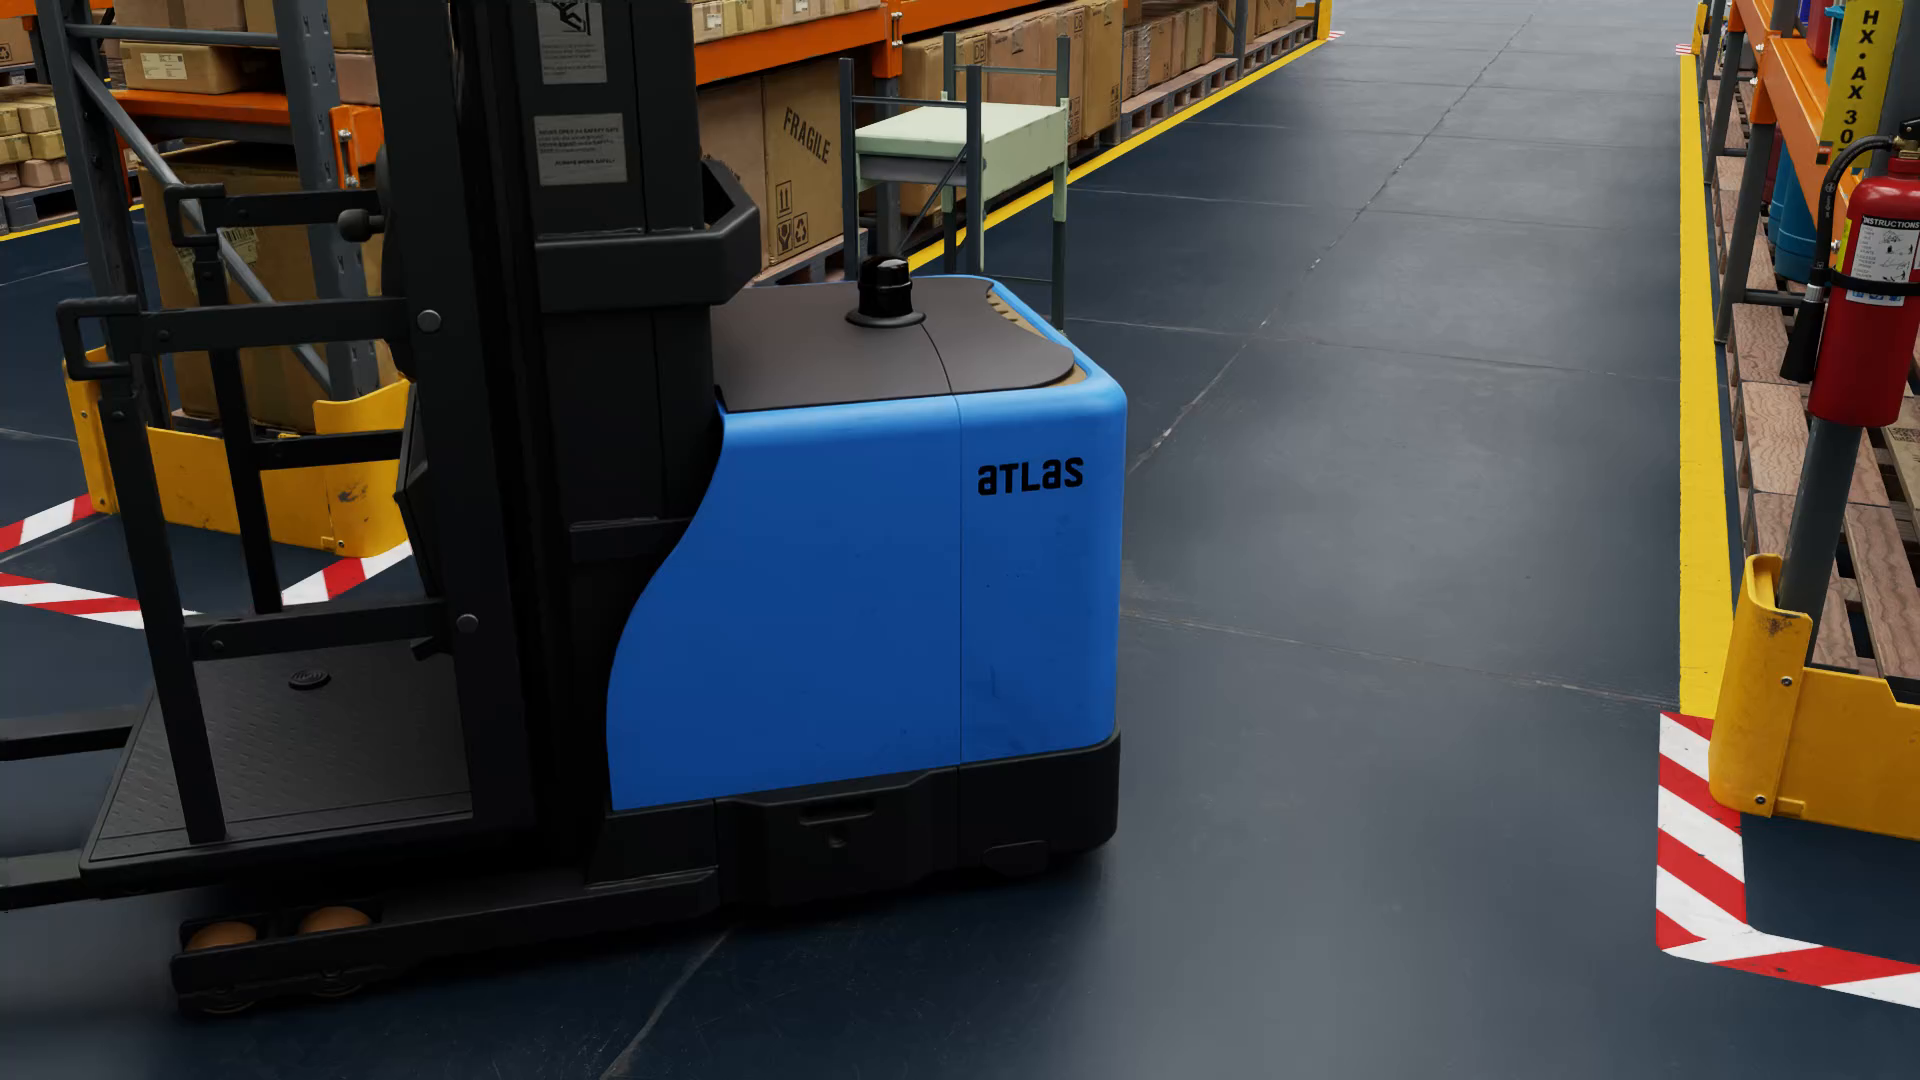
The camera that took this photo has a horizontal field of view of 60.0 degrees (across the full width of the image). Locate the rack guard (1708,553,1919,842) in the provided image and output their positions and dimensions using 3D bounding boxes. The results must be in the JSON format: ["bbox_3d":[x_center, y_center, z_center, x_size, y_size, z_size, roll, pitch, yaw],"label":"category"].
[{"bbox_3d":[2.320,0.400,3.645,1.175,0.500,0.348,9,24,20],"label":"rack guard"}]

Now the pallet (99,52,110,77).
[{"bbox_3d":[-8.220,-4.748,16.342,1.003,0.211,1.213,9,24,20],"label":"pallet"}]

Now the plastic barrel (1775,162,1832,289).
[{"bbox_3d":[4.020,-1.613,7.399,0.600,0.901,0.708,9,24,20],"label":"plastic barrel"}]

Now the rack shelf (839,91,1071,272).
[{"bbox_3d":[0.002,-1.055,4.816,0.431,0.370,0.720,9,24,20],"label":"rack shelf"}]

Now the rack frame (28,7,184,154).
[{"bbox_3d":[-5.364,-3.651,10.099,1.000,3.000,0.127,9,24,20],"label":"rack frame"}]

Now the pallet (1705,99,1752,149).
[{"bbox_3d":[6.067,-3.047,12.271,1.003,0.211,1.213,9,24,20],"label":"pallet"}]

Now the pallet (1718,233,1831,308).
[{"bbox_3d":[4.128,-1.179,7.799,1.003,0.211,1.213,9,24,20],"label":"pallet"}]

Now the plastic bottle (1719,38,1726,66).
[{"bbox_3d":[6.746,-4.311,14.545,0.144,0.351,0.185,8,24,19],"label":"plastic bottle"}]

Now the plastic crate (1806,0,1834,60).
[{"bbox_3d":[3.238,-1.969,5.912,0.402,0.464,0.583,9,24,20],"label":"plastic crate"}]

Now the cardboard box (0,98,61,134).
[{"bbox_3d":[-5.398,-2.452,9.611,0.380,0.149,0.250,9,24,20],"label":"cardboard box"}]

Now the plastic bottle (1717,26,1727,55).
[{"bbox_3d":[7.057,-4.599,15.337,0.097,0.271,0.097,0,23,0],"label":"plastic bottle"}]

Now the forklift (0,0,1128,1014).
[{"bbox_3d":[-1.236,-0.689,3.097,3.031,2.935,1.130,-6,23,-14],"label":"forklift"}]

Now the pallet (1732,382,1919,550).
[{"bbox_3d":[3.114,-0.202,5.460,1.003,0.211,1.213,9,24,20],"label":"pallet"}]

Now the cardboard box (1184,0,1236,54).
[{"bbox_3d":[2.361,-4.945,15.896,0.500,0.500,0.500,8,24,18],"label":"cardboard box"}]

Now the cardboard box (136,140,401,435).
[{"bbox_3d":[-2.119,-0.927,5.790,0.875,0.875,0.875,9,24,20],"label":"cardboard box"}]

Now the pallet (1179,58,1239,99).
[{"bbox_3d":[1.888,-4.202,15.036,1.003,0.211,1.213,9,24,20],"label":"pallet"}]

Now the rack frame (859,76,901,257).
[{"bbox_3d":[-0.796,-2.905,8.312,1.000,3.000,0.127,9,24,20],"label":"rack frame"}]

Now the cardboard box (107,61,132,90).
[{"bbox_3d":[-5.323,-2.992,11.220,0.500,0.500,0.500,8,24,19],"label":"cardboard box"}]

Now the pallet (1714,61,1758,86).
[{"bbox_3d":[7.062,-4.006,14.567,1.003,0.211,1.213,9,24,20],"label":"pallet"}]

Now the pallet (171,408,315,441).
[{"bbox_3d":[-2.058,-0.484,6.135,1.003,0.211,1.213,9,24,20],"label":"pallet"}]

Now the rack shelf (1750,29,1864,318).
[{"bbox_3d":[3.059,-1.148,5.040,1.077,0.370,4.000,9,24,20],"label":"rack shelf"}]

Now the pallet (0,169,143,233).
[{"bbox_3d":[-5.580,-2.119,10.049,1.003,0.211,1.213,9,24,20],"label":"pallet"}]

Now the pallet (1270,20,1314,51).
[{"bbox_3d":[3.298,-5.599,18.382,1.003,0.211,1.213,9,24,20],"label":"pallet"}]

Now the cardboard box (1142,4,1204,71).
[{"bbox_3d":[1.733,-4.433,14.642,0.700,0.500,0.500,9,24,20],"label":"cardboard box"}]

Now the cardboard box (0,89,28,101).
[{"bbox_3d":[-5.841,-2.620,10.013,0.380,0.149,0.250,10,25,23],"label":"cardboard box"}]

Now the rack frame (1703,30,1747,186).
[{"bbox_3d":[5.288,-3.627,10.042,1.000,3.000,0.127,9,24,20],"label":"rack frame"}]

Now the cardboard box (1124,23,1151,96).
[{"bbox_3d":[1.114,-3.829,13.197,0.700,0.500,0.500,7,24,16],"label":"cardboard box"}]

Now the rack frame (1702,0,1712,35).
[{"bbox_3d":[8.260,-6.490,16.895,1.000,3.000,0.127,9,24,20],"label":"rack frame"}]

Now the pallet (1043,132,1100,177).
[{"bbox_3d":[0.327,-2.778,11.627,1.003,0.211,1.213,9,24,20],"label":"pallet"}]

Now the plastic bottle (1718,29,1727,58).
[{"bbox_3d":[6.937,-4.495,14.986,0.144,0.351,0.185,9,24,20],"label":"plastic bottle"}]

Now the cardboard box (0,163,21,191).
[{"bbox_3d":[-5.616,-2.079,9.488,0.380,0.149,0.250,8,24,19],"label":"cardboard box"}]

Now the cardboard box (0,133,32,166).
[{"bbox_3d":[-5.542,-2.236,9.479,0.380,0.149,0.250,9,24,21],"label":"cardboard box"}]

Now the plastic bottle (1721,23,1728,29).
[{"bbox_3d":[7.170,-4.707,15.596,0.097,0.271,0.097,0,23,0],"label":"plastic bottle"}]

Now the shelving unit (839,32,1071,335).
[{"bbox_3d":[0.002,-0.694,4.967,0.431,1.500,0.755,9,24,20],"label":"shelving unit"}]

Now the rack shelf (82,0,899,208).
[{"bbox_3d":[-1.539,-1.857,6.738,1.077,0.370,4.000,9,24,20],"label":"rack shelf"}]

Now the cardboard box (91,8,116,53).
[{"bbox_3d":[-8.292,-4.937,16.042,0.950,0.372,0.625,7,24,16],"label":"cardboard box"}]

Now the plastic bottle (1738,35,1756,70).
[{"bbox_3d":[6.879,-4.290,14.495,0.144,0.351,0.185,9,24,20],"label":"plastic bottle"}]

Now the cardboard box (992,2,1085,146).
[{"bbox_3d":[0.076,-2.988,10.723,1.225,0.875,0.875,9,24,20],"label":"cardboard box"}]

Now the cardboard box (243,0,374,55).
[{"bbox_3d":[-1.853,-1.675,5.176,0.500,0.250,0.500,8,24,19],"label":"cardboard box"}]

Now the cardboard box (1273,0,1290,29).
[{"bbox_3d":[3.223,-5.799,17.941,0.500,0.500,0.500,16,28,34],"label":"cardboard box"}]

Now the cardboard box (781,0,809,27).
[{"bbox_3d":[-0.892,-2.357,7.327,0.380,0.149,0.250,9,24,21],"label":"cardboard box"}]

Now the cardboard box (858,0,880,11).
[{"bbox_3d":[-0.605,-2.633,7.987,0.380,0.149,0.250,9,24,20],"label":"cardboard box"}]

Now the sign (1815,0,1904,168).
[{"bbox_3d":[1.800,-0.913,3.331,0.100,0.325,0.005,9,24,20],"label":"sign"}]

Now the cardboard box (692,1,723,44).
[{"bbox_3d":[-1.178,-2.082,6.669,0.380,0.149,0.250,9,24,21],"label":"cardboard box"}]
